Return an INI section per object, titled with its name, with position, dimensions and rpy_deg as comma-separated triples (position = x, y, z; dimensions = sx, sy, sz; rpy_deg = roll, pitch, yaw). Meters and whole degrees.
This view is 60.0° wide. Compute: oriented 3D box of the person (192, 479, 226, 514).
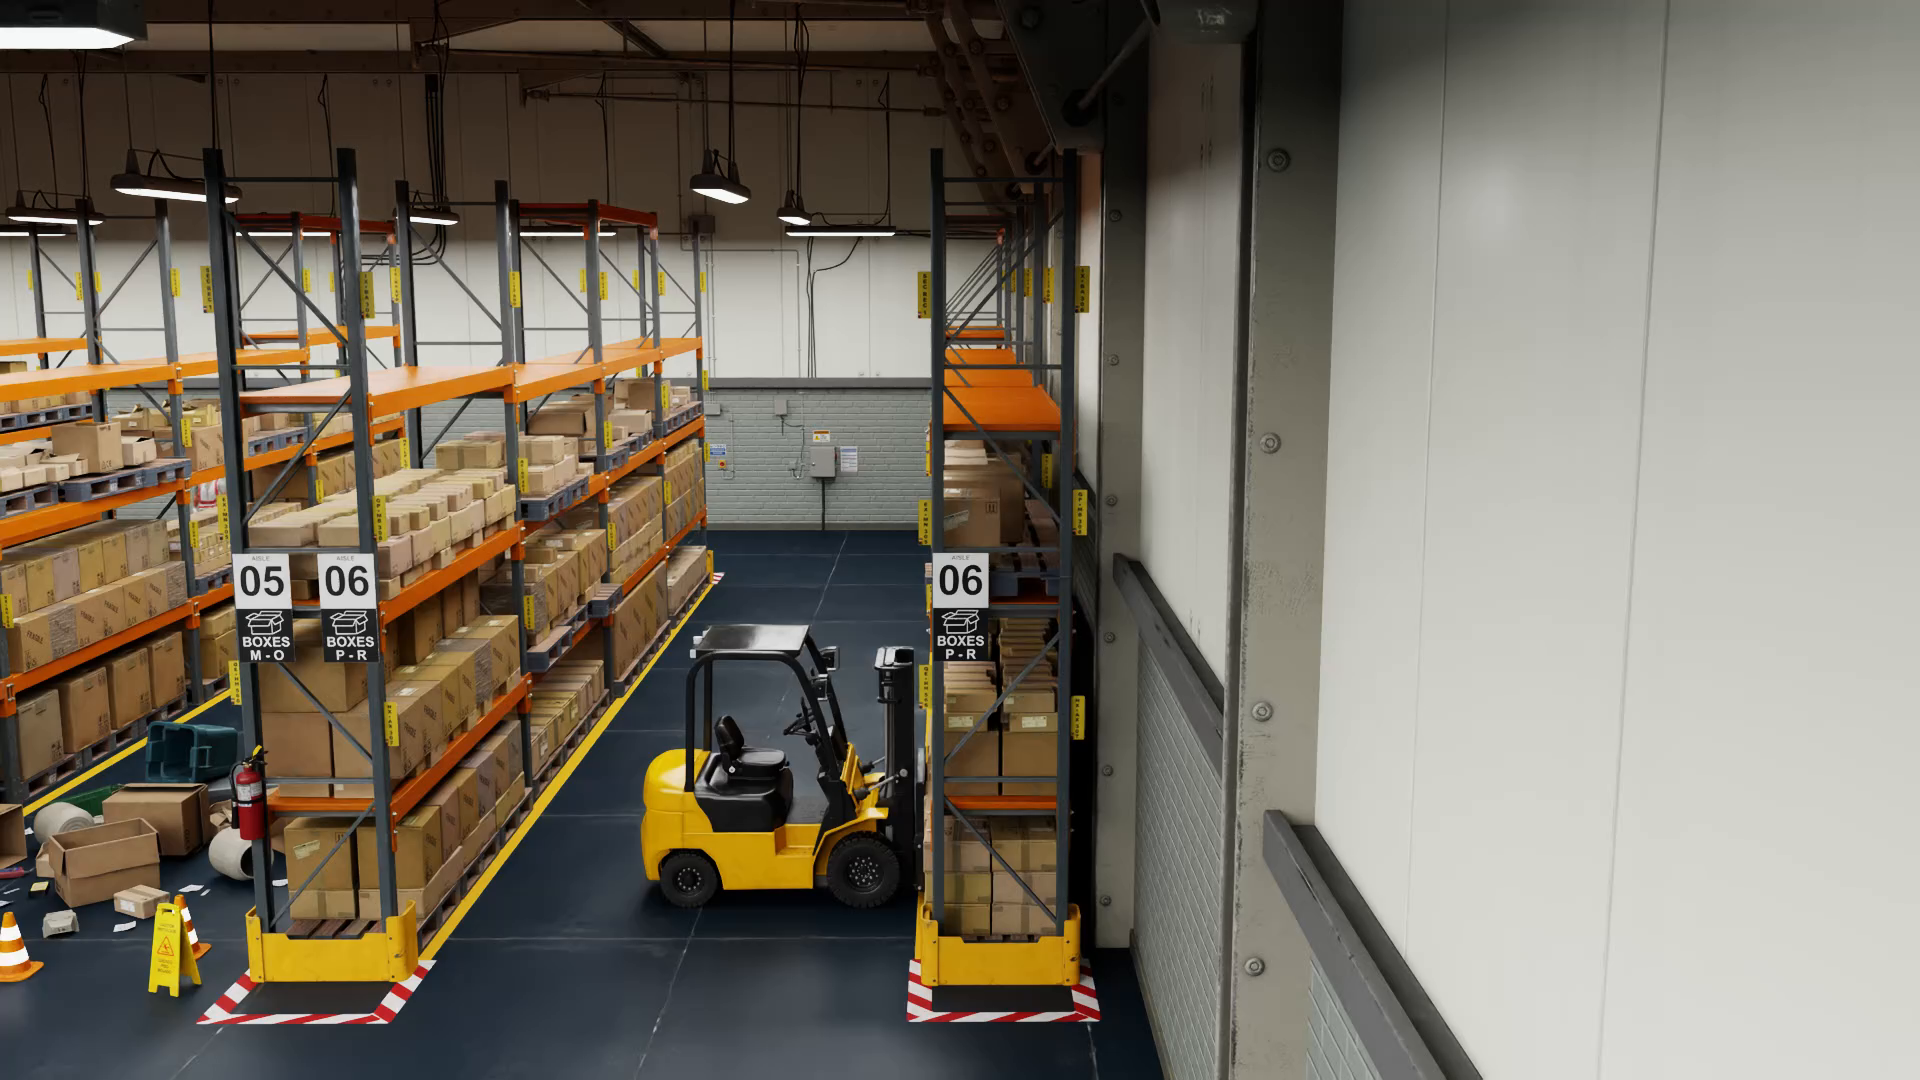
[person]
position = -13.631, -0.533, 30.150
dimensions = 0.663, 1.738, 1.025
rpy_deg = -2, 9, -10
